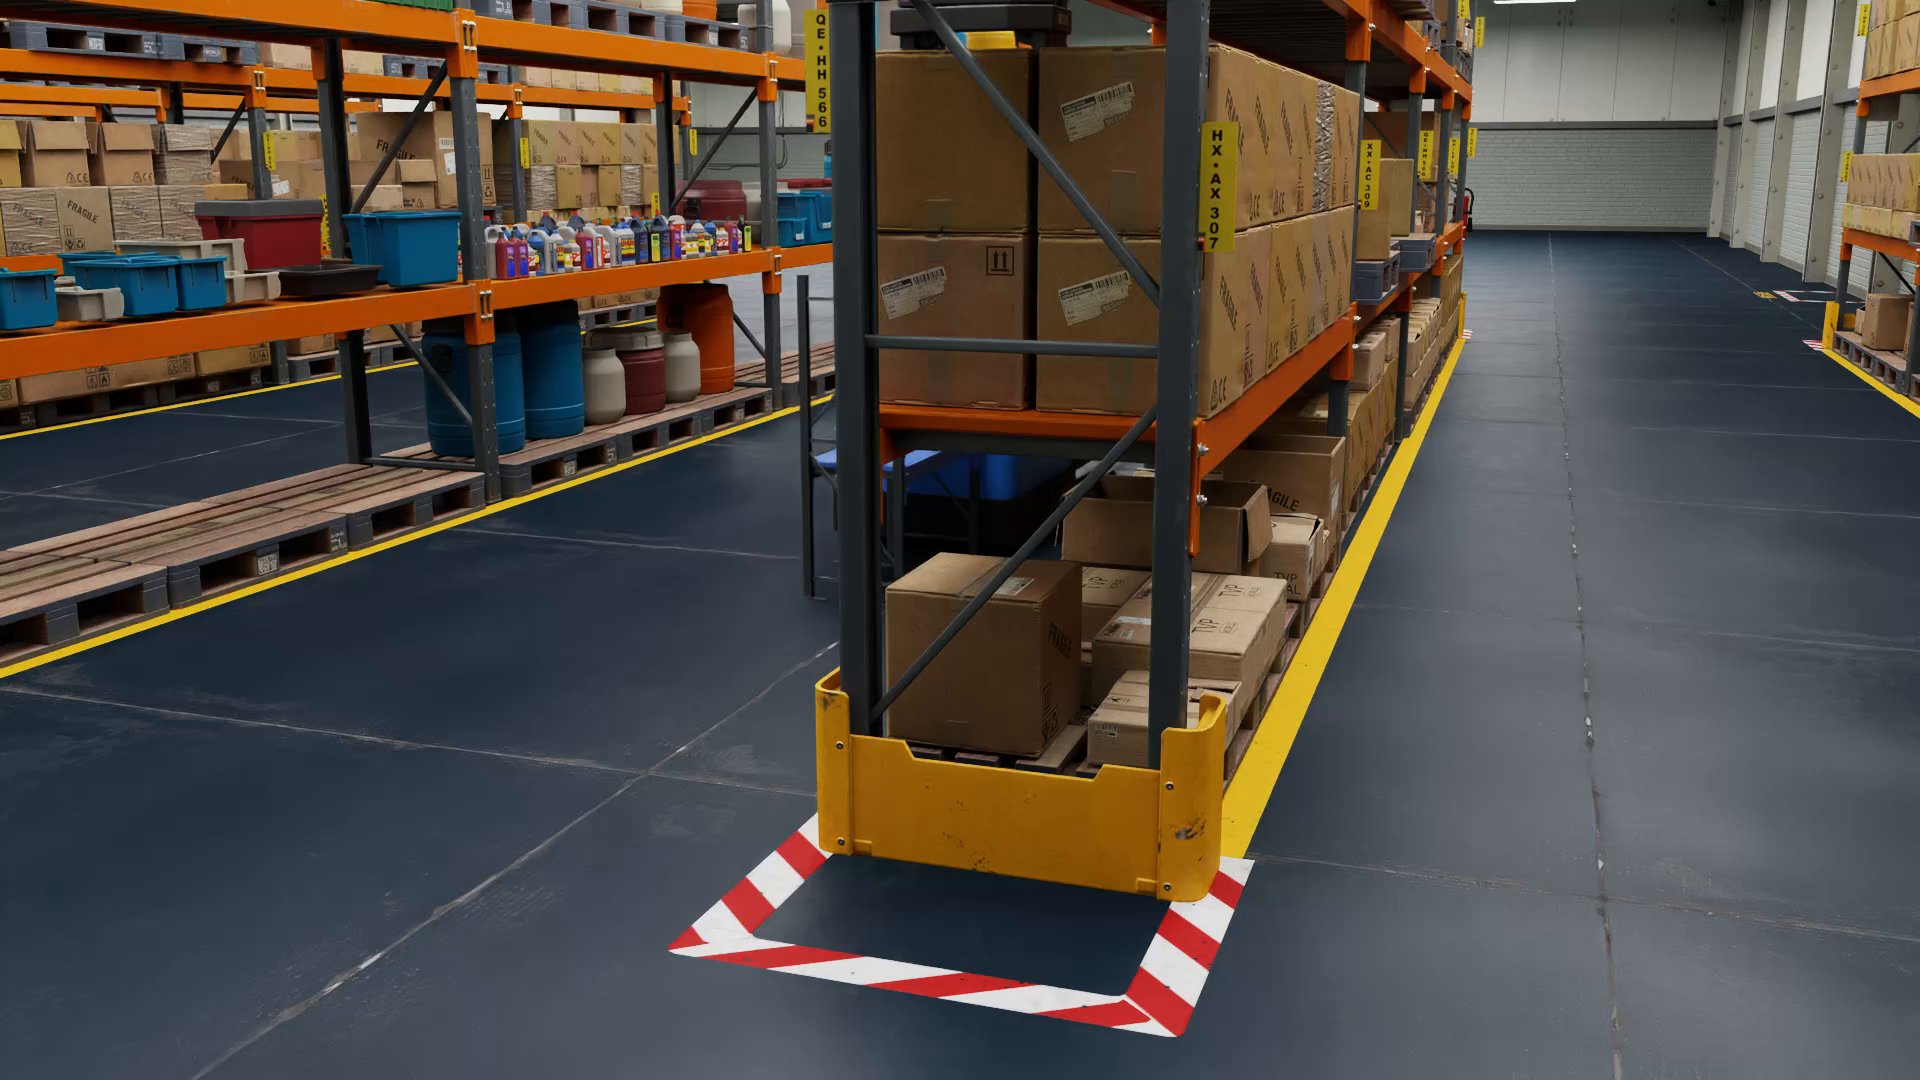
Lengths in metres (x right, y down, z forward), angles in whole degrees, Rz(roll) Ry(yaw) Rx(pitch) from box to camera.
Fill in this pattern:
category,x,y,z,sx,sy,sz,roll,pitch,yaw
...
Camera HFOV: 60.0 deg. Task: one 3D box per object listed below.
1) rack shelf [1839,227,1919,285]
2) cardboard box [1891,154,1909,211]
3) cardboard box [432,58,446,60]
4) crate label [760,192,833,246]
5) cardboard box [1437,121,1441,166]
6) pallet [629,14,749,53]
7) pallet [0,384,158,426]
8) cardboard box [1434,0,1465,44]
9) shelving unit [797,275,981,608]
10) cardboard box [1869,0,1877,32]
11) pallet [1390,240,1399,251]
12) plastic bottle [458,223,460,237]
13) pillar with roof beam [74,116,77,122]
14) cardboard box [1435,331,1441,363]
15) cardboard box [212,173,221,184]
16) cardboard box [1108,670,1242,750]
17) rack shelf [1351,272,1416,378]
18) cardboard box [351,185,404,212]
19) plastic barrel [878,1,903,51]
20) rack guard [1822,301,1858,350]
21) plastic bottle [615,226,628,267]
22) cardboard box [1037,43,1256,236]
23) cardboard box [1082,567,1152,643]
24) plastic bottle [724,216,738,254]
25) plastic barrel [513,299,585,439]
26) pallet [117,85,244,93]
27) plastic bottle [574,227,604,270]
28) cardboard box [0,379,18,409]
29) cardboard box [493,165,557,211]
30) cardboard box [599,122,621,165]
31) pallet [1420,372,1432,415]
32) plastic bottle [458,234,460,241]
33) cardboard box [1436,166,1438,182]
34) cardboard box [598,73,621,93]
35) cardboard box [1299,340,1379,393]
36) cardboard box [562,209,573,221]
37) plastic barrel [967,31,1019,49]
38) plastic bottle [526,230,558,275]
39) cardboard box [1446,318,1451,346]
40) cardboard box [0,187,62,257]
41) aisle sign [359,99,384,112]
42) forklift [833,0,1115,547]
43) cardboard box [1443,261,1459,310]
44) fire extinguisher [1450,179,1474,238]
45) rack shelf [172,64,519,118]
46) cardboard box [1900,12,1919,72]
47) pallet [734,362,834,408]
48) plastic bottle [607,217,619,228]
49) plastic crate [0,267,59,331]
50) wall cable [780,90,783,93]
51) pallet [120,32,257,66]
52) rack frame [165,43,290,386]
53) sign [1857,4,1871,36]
category,x,y,z,sx,sy,sz,roll,pitch,yaw
rack shelf,9.360,-2.759,15.953,1.077,0.370,4.000,4,14,18
cardboard box,8.730,-3.218,14.955,0.500,0.500,0.500,4,14,18
cardboard box,-5.557,-5.155,17.451,0.396,0.266,0.258,5,14,20
crate label,-1.378,-2.767,14.290,0.502,0.435,0.616,4,14,18
cardboard box,4.487,-4.032,16.771,0.700,0.500,0.500,4,14,18
pallet,-2.295,-3.776,12.475,1.003,0.211,1.213,4,14,18
pallet,-7.364,-1.141,13.510,1.003,0.211,1.213,4,14,18
cardboard box,4.437,-4.916,15.561,0.500,0.500,0.500,6,14,23
shelving unit,-0.315,-0.543,7.995,0.538,1.500,1.048,5,14,20
cardboard box,9.653,-5.476,16.981,0.500,0.500,0.500,3,13,14
pallet,2.106,-1.699,10.123,1.003,0.211,1.213,4,14,18
plastic bottle,-3.261,-1.911,10.730,0.144,0.351,0.185,4,14,18
pillar with roof beam,-13.191,-9.468,30.245,9.100,9.000,0.400,4,14,18
cardboard box,4.165,-1.801,15.372,0.500,0.250,0.500,4,14,18
cardboard box,-9.743,-4.406,21.215,0.875,0.550,0.550,4,14,18
cardboard box,0.684,0.533,5.292,0.380,0.166,0.250,4,14,18
rack shelf,2.084,-1.431,10.132,1.077,0.370,4.000,4,14,18
cardboard box,-5.882,-3.385,16.469,0.500,0.250,0.500,4,13,17
plastic barrel,-0.832,-4.849,15.622,0.600,0.901,0.600,0,13,0
rack guard,9.983,-2.296,17.926,1.175,0.500,0.348,4,14,18
plastic bottle,-2.301,-1.991,11.261,0.097,0.271,0.097,0,13,0
cardboard box,0.535,-1.129,4.721,0.500,0.500,0.500,5,14,20
cardboard box,0.421,0.278,6.220,0.500,0.250,0.500,4,14,18
plastic bottle,-1.757,-2.339,12.755,0.061,0.283,0.133,4,14,18
plastic barrel,-2.828,-1.162,11.110,0.600,0.901,0.708,4,14,18
pallet,-9.733,-5.728,20.801,1.003,0.211,1.213,4,14,18
plastic bottle,-2.439,-1.922,10.948,0.152,0.276,0.135,4,14,18
cardboard box,-7.748,-1.379,12.122,1.225,0.875,0.875,4,14,19
cardboard box,-5.143,-4.043,19.067,0.875,0.500,0.500,4,14,18
cardboard box,-4.487,-4.833,20.282,0.500,0.500,0.500,4,14,18
pallet,3.430,-1.270,14.076,1.003,0.211,1.213,4,14,18
plastic bottle,-3.125,-1.900,10.684,0.144,0.351,0.185,4,14,18
cardboard box,4.376,-3.505,15.922,0.380,0.149,0.250,5,14,19
cardboard box,-4.459,-5.552,20.166,0.500,0.250,0.500,4,13,17
cardboard box,2.147,-1.017,9.645,0.500,0.250,0.500,4,14,19
cardboard box,-4.773,-3.820,19.546,0.380,0.149,0.250,4,14,18
plastic barrel,0.385,-5.754,19.350,0.600,0.588,0.600,0,13,0
plastic bottle,-2.621,-1.804,10.431,0.152,0.276,0.135,4,14,18
cardboard box,4.628,-2.090,16.638,0.500,0.250,0.500,4,14,18
cardboard box,-7.226,-2.413,12.595,0.500,0.500,0.500,4,13,17
aisle sign,-8.407,-6.240,23.745,0.394,0.787,0.004,4,14,18
forklift,0.307,-1.676,9.746,1.130,2.935,3.031,5,14,20
cardboard box,4.954,-2.666,17.476,0.500,0.500,0.500,4,14,18
fire extinguisher,5.797,-3.841,19.248,0.296,0.674,0.183,4,14,18
rack shelf,-5.994,-4.449,16.617,1.077,0.370,4.000,4,14,18
cardboard box,8.962,-4.559,15.210,0.500,0.500,0.500,4,13,16
pallet,-1.668,-1.361,14.476,1.003,0.211,1.213,4,14,18
plastic bottle,-2.637,-2.313,12.643,0.061,0.283,0.133,4,14,18
plastic crate,-3.939,-0.990,6.826,0.416,0.233,0.300,4,14,18
wall cable,-4.735,-16.109,54.973,3.097,2.526,0.112,4,14,18
pallet,-6.800,-4.148,14.102,1.213,0.211,1.003,5,14,21
rack frame,-6.642,-2.917,15.025,1.000,3.000,0.127,4,14,18
sign,9.494,-5.459,17.458,0.100,0.325,0.005,4,14,18
